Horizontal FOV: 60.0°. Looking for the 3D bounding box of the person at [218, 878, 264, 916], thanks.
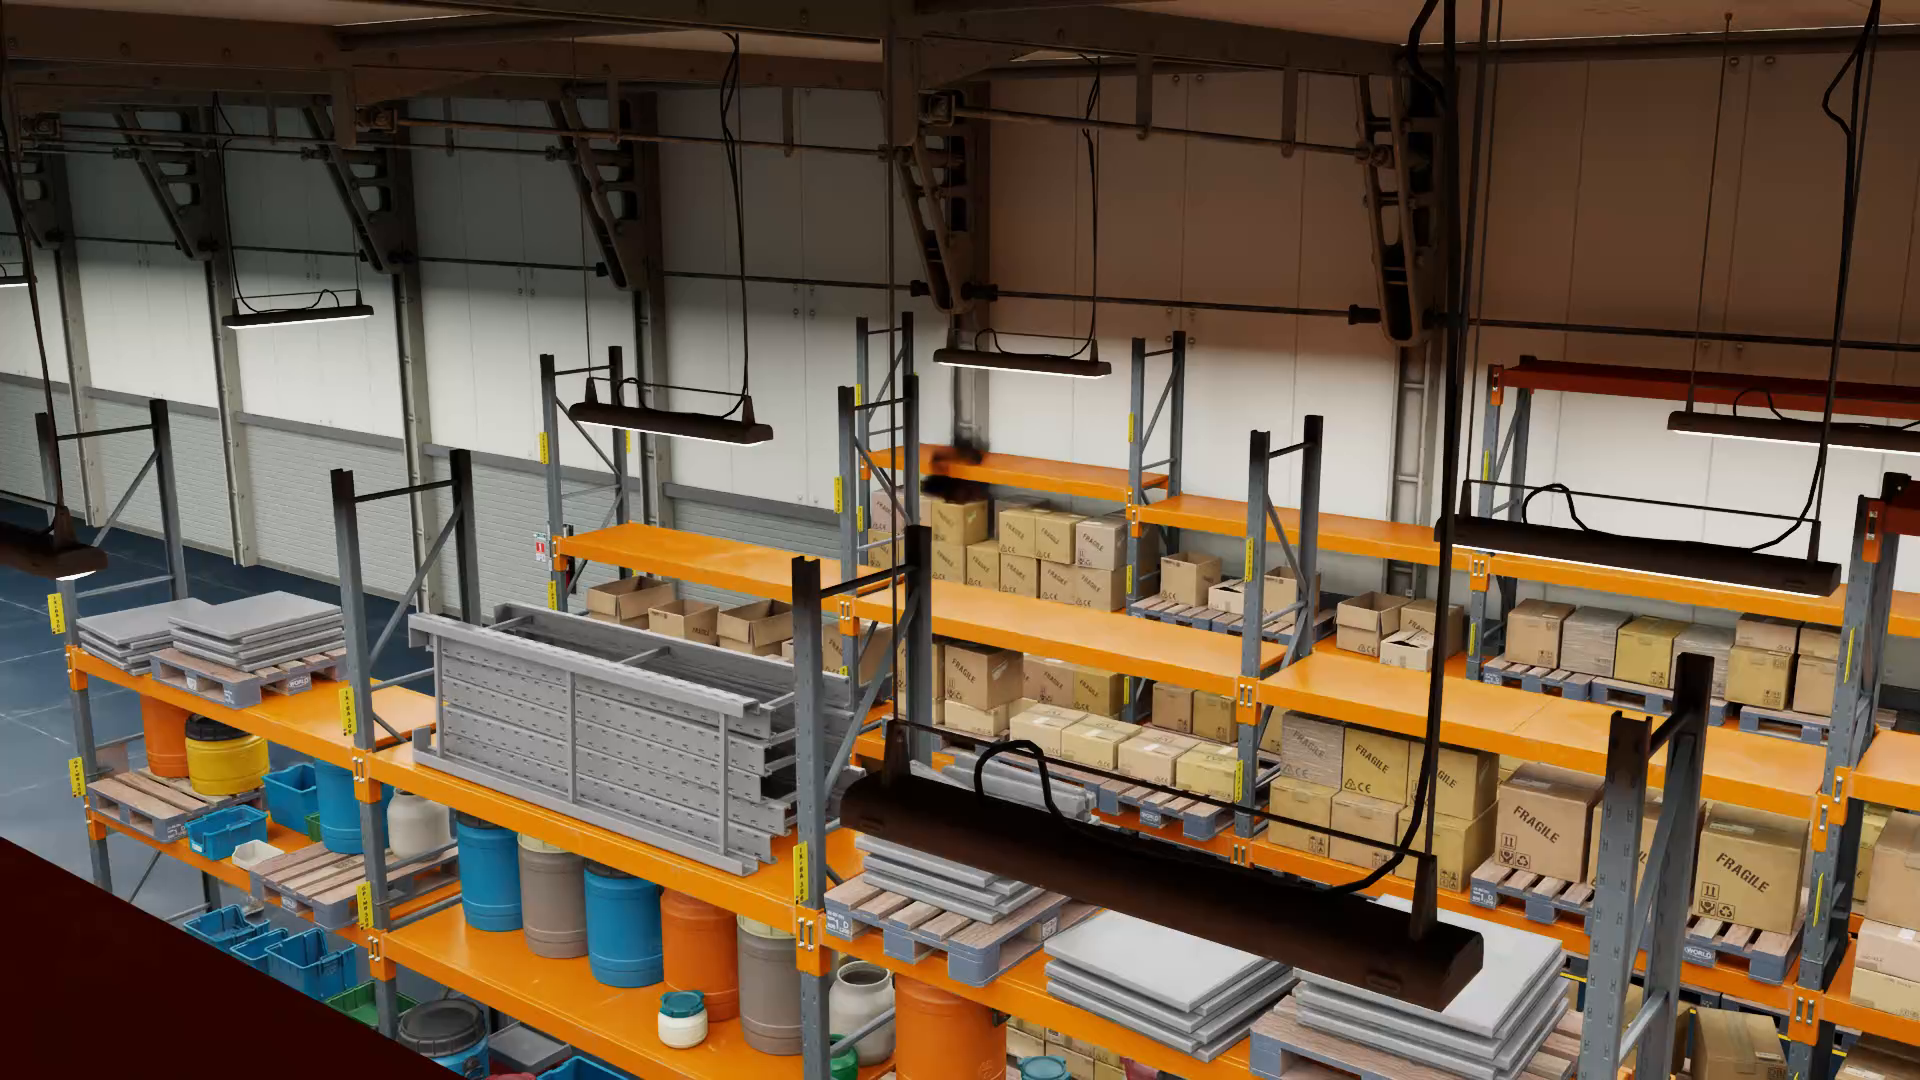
[{"bbox_3d":[-7.778,3.224,17.750,0.516,1.644,0.621,-6,14,-24],"label":"person"}]
